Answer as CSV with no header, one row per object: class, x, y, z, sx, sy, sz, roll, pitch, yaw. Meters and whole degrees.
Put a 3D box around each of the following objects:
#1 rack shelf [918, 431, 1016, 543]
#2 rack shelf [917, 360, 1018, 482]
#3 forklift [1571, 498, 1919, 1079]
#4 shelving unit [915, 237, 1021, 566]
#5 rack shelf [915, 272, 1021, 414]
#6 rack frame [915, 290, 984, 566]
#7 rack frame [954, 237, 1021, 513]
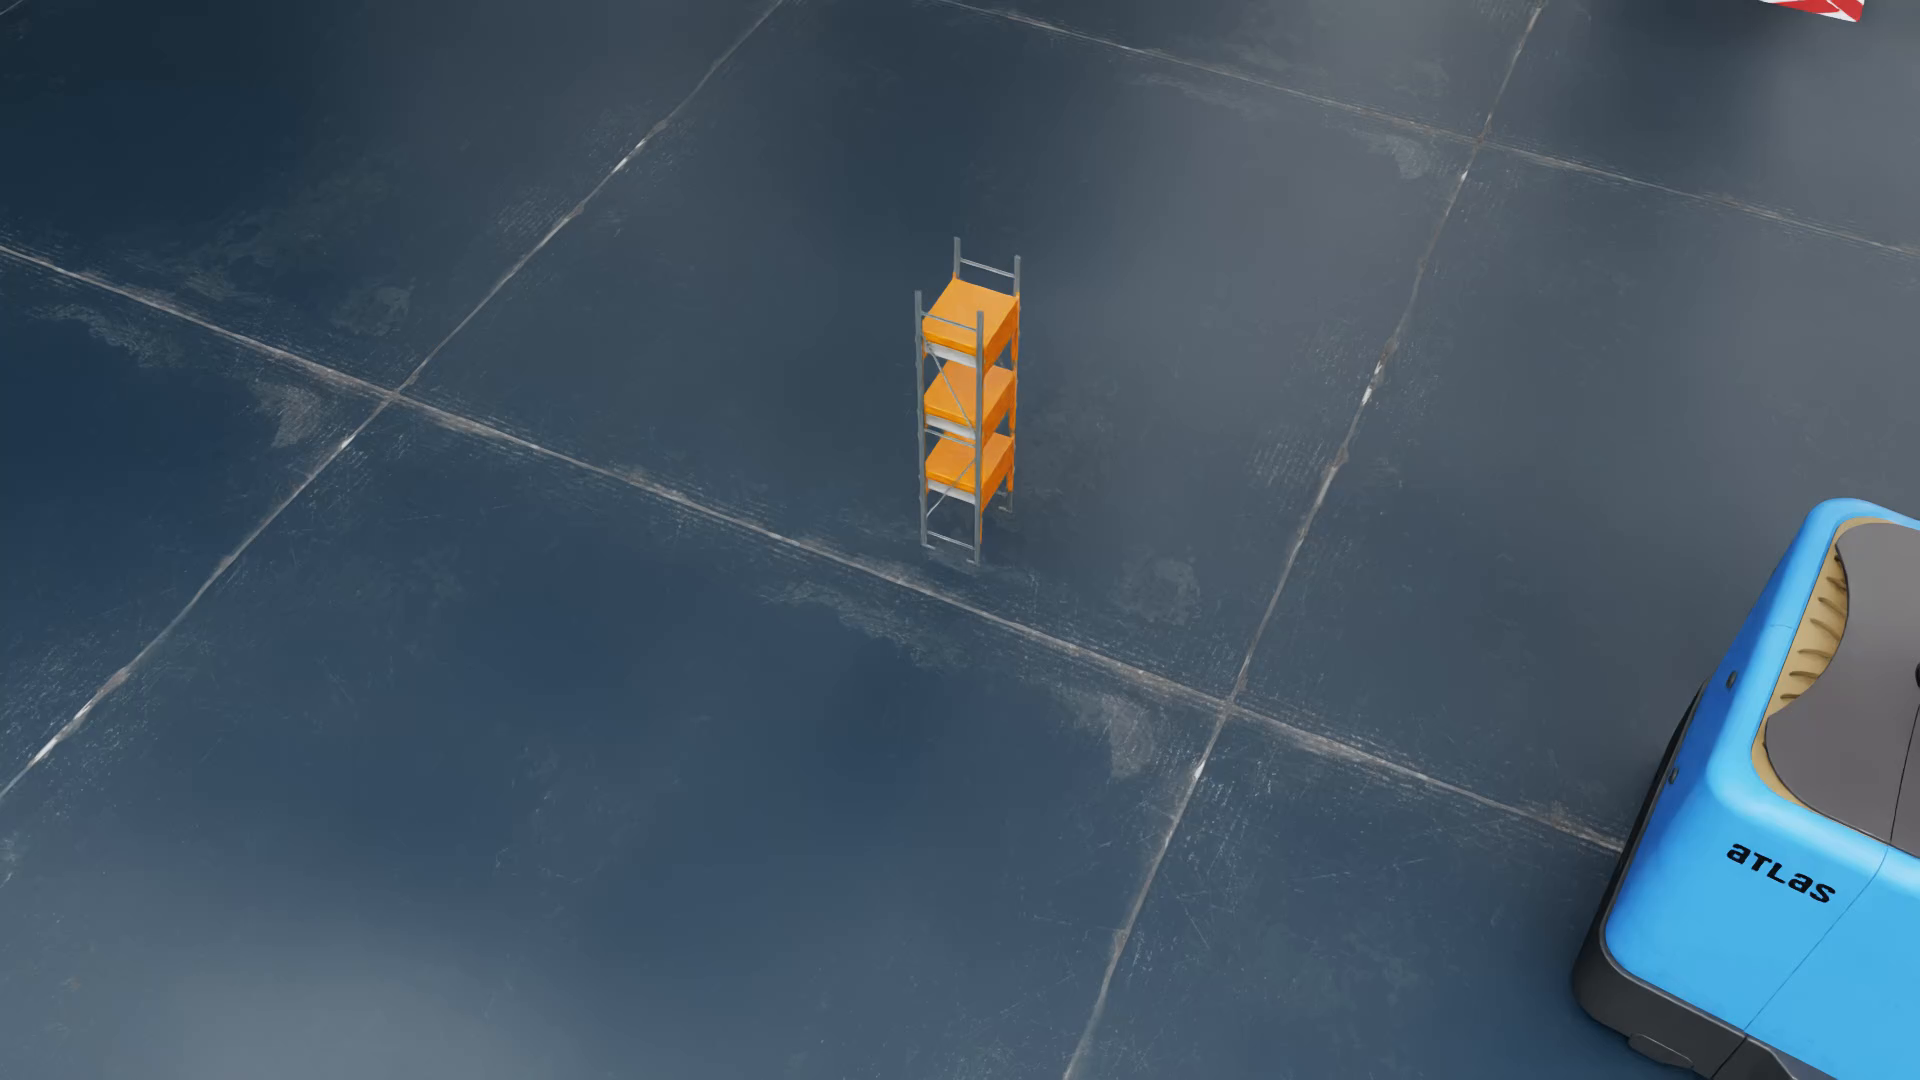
rack shelf,0.023,-0.190,5.101,0.215,0.259,0.240,20,52,16
rack shelf,0.023,-0.370,4.890,0.215,0.259,0.240,20,52,16
forklift,3.063,0.535,2.870,3.031,2.935,1.130,26,54,20
shelving unit,0.023,-0.377,4.882,0.215,1.050,0.252,20,52,16
rack shelf,0.023,-0.554,4.673,0.215,0.259,0.240,20,52,16
rack frame,-0.029,-0.293,4.810,0.200,1.050,0.008,20,52,16
rack frame,0.075,-0.461,4.953,0.200,1.050,0.008,20,52,16
